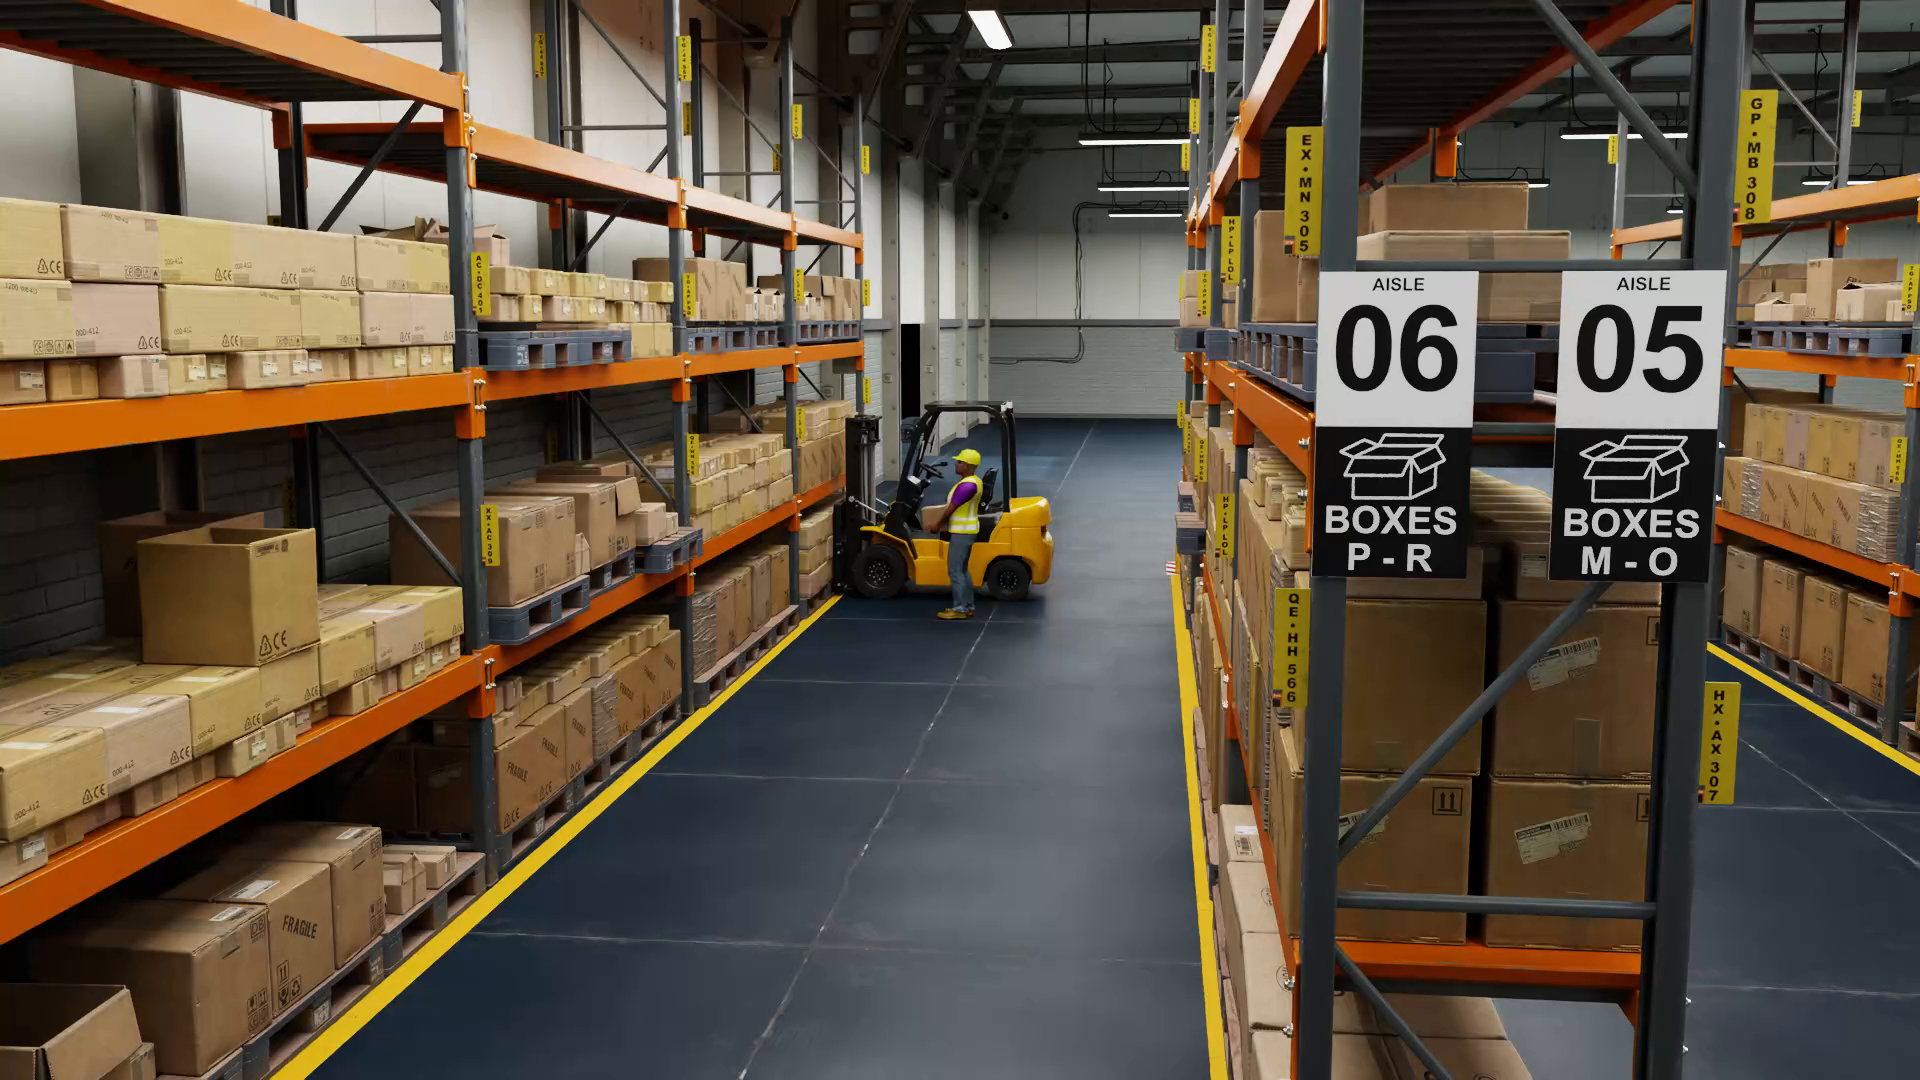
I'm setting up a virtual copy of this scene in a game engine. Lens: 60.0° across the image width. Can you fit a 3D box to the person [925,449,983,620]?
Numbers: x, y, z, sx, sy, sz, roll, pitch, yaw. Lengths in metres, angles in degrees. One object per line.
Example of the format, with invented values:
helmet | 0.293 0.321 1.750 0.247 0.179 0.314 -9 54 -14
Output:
person | -0.063 -0.065 17.215 0.577 1.761 0.502 1 8 6
